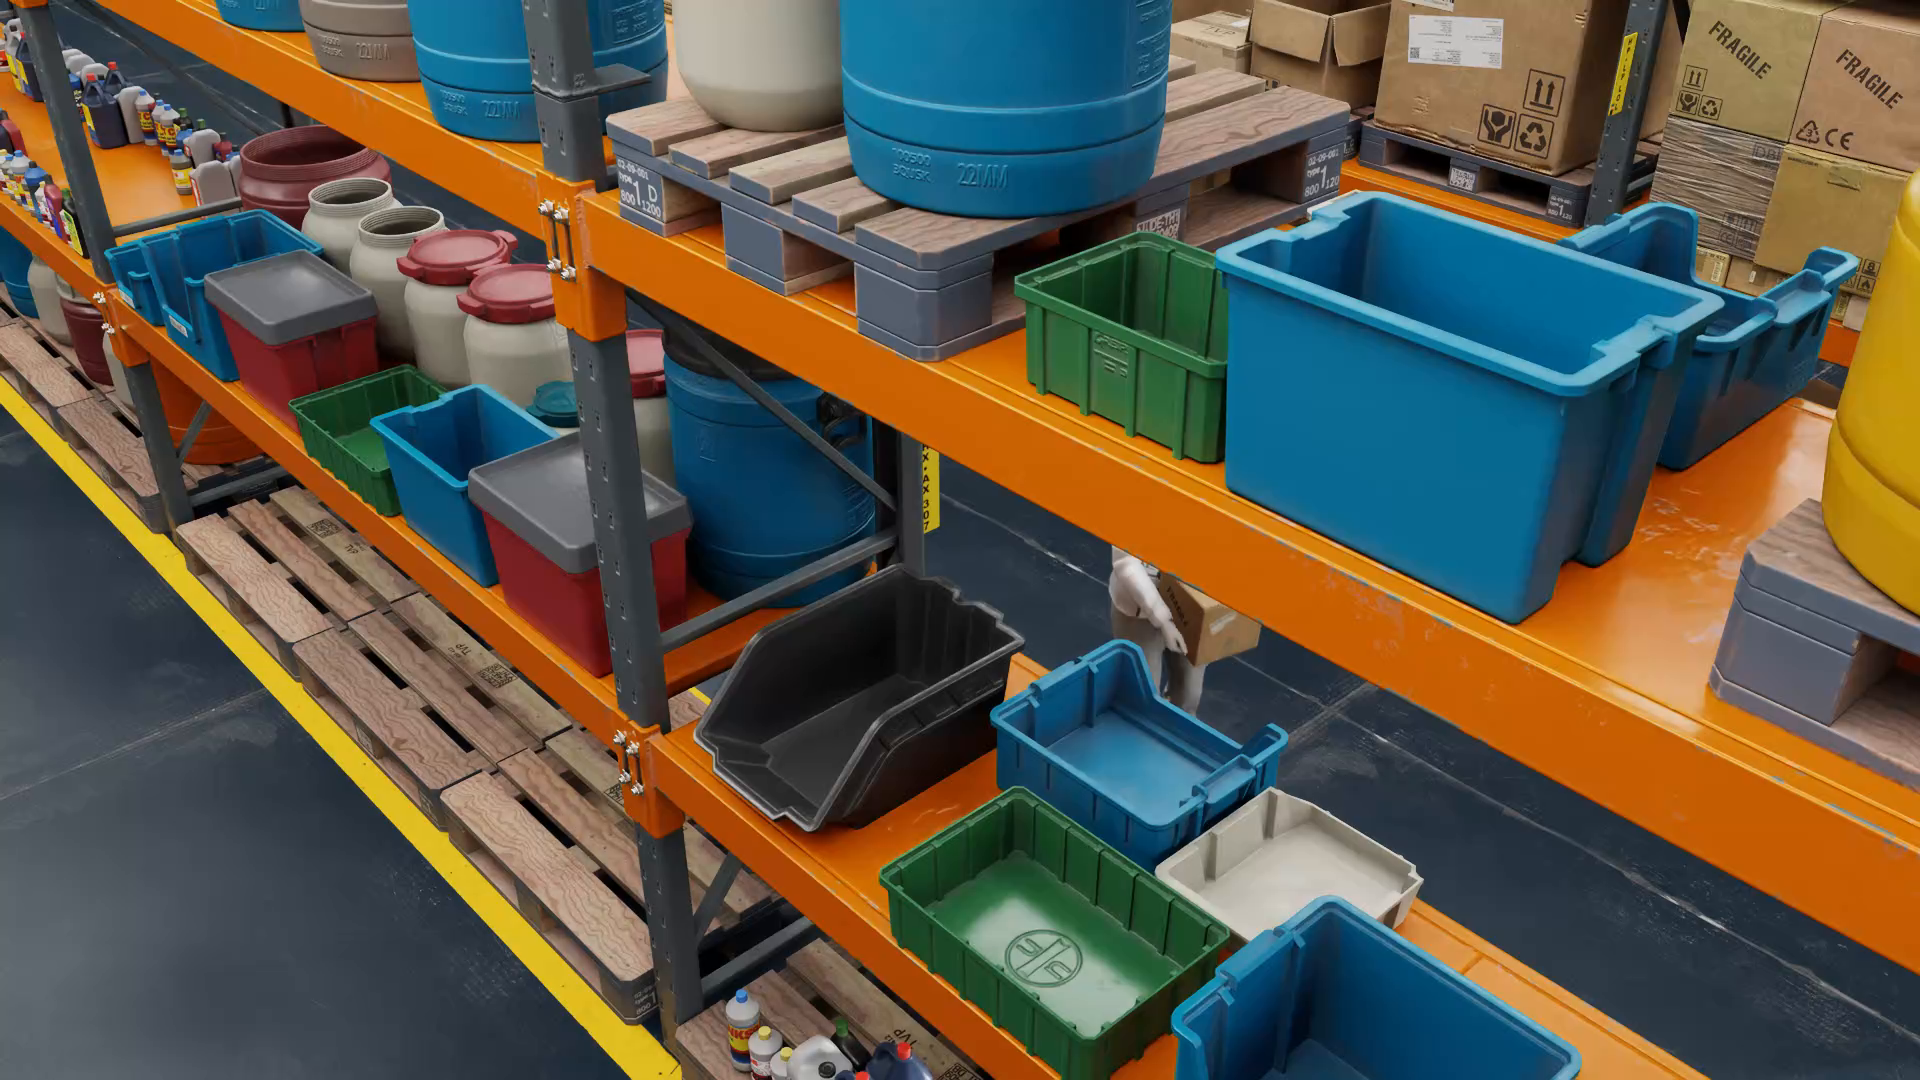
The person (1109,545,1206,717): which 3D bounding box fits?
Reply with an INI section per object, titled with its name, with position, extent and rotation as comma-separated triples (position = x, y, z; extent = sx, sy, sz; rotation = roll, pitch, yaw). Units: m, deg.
[person]
position = 0.736, 0.255, 5.697
extent = 0.465, 1.691, 0.554
rotation = -15, 35, -23
